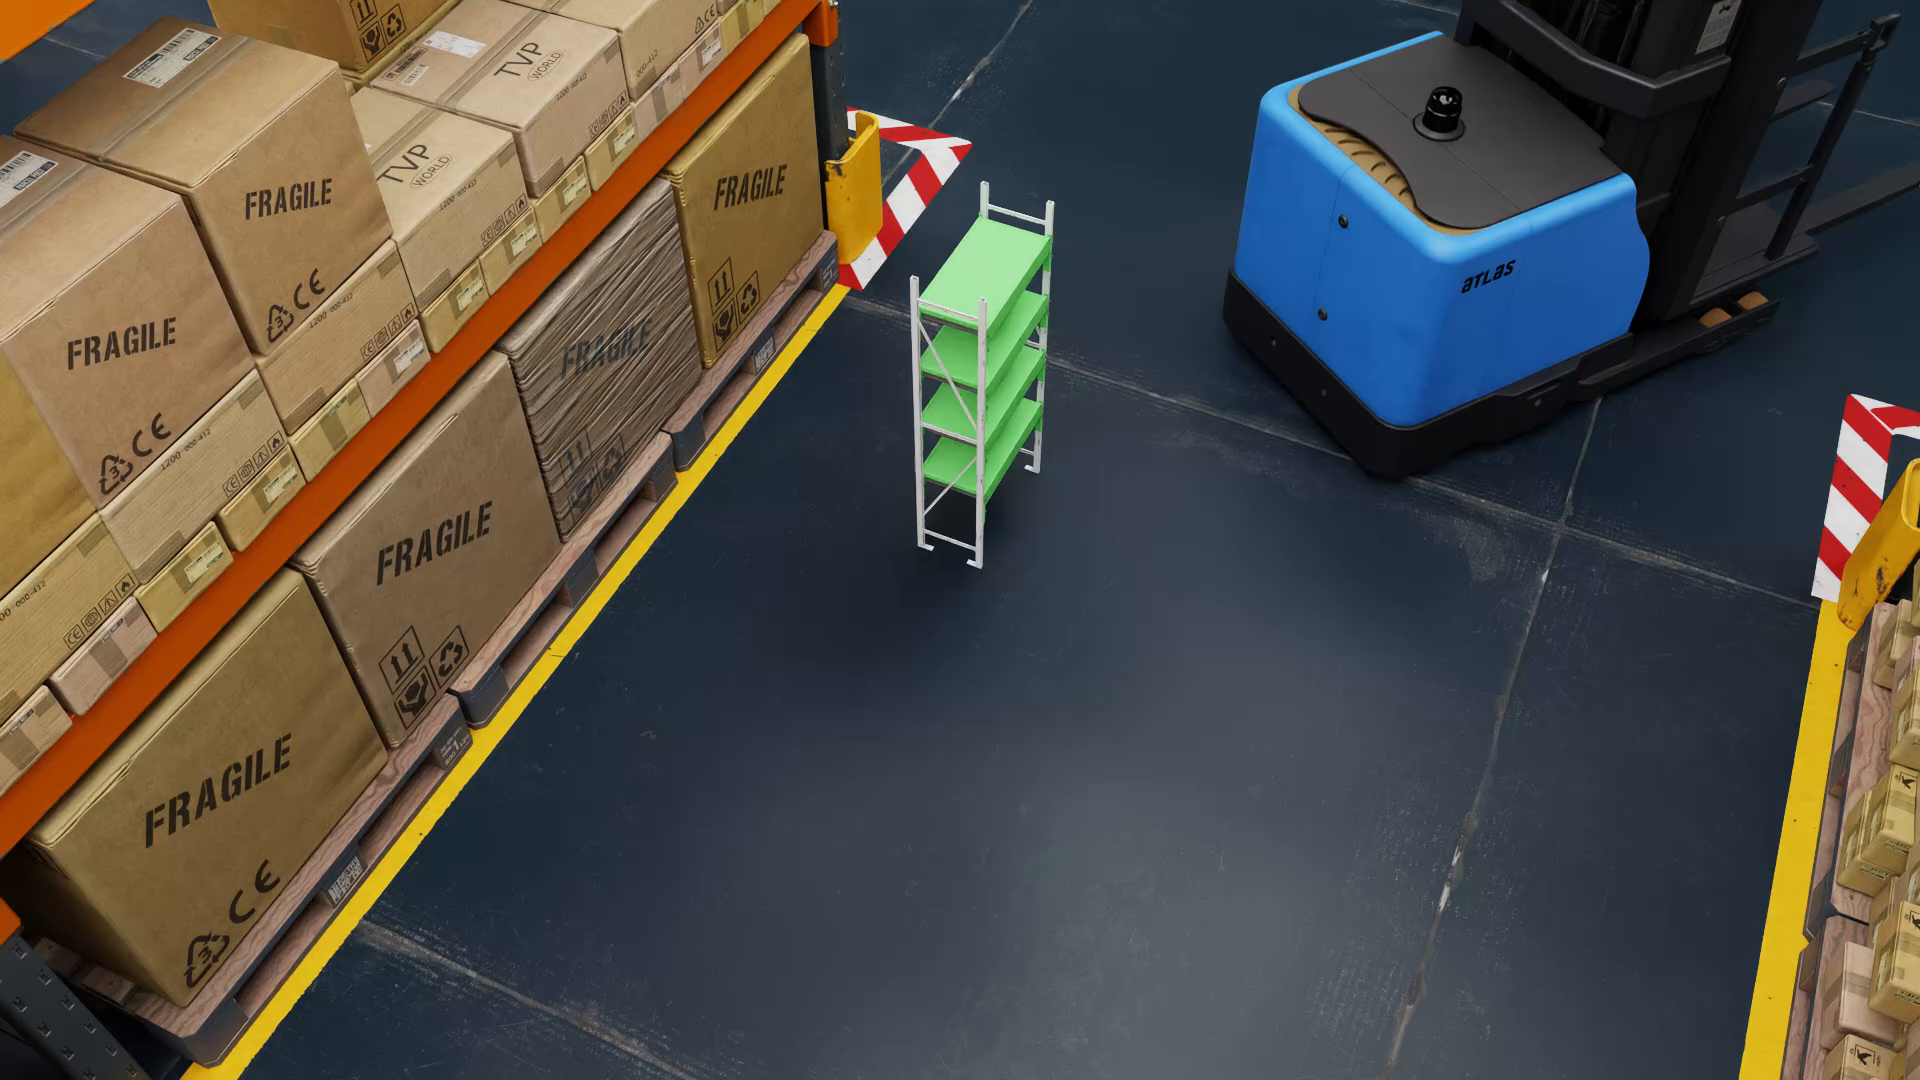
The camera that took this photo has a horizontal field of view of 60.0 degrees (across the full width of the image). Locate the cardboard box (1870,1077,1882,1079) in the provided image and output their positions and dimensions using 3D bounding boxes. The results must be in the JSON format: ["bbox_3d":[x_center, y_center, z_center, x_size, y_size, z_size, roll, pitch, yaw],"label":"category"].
[{"bbox_3d":[2.233,1.427,3.772,0.380,0.149,0.250,18,52,15],"label":"cardboard box"}]

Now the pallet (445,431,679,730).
[{"bbox_3d":[-1.701,-0.038,5.644,1.003,0.211,1.213,20,52,16],"label":"pallet"}]

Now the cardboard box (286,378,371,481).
[{"bbox_3d":[-1.745,-0.335,4.230,0.380,0.149,0.250,19,52,16],"label":"cardboard box"}]

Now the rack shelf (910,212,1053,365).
[{"bbox_3d":[0.071,-0.772,5.073,0.258,0.148,0.480,20,52,16],"label":"rack shelf"}]

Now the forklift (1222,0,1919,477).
[{"bbox_3d":[2.547,-2.001,5.528,3.031,2.935,1.130,-23,53,-18],"label":"forklift"}]

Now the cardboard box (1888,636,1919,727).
[{"bbox_3d":[2.910,0.468,4.783,0.380,0.149,0.250,20,52,16],"label":"cardboard box"}]

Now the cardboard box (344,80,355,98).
[{"bbox_3d":[-2.009,-1.094,4.614,0.500,0.250,0.500,19,52,15],"label":"cardboard box"}]

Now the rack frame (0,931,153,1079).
[{"bbox_3d":[-2.613,0.401,3.439,0.949,2.616,0.053,20,52,16],"label":"rack frame"}]

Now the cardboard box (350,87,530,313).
[{"bbox_3d":[-1.528,-0.923,4.469,0.500,0.250,0.500,20,52,16],"label":"cardboard box"}]

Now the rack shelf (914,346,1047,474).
[{"bbox_3d":[0.071,-0.461,5.439,0.258,0.148,0.480,20,52,16],"label":"rack shelf"}]

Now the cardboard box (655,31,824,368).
[{"bbox_3d":[-1.108,-1.335,6.036,0.875,0.875,0.875,20,52,16],"label":"cardboard box"}]

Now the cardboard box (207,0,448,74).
[{"bbox_3d":[-1.786,-1.700,4.637,0.500,0.500,0.500,19,52,15],"label":"cardboard box"}]

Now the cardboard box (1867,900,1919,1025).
[{"bbox_3d":[2.459,1.087,4.061,0.380,0.149,0.250,21,53,17],"label":"cardboard box"}]

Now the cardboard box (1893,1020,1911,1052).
[{"bbox_3d":[2.572,1.220,4.143,0.380,0.149,0.250,22,53,18],"label":"cardboard box"}]

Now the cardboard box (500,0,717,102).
[{"bbox_3d":[-1.092,-1.633,5.073,0.500,0.250,0.500,19,52,15],"label":"cardboard box"}]

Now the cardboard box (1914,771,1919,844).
[{"bbox_3d":[2.739,0.733,4.363,0.380,0.149,0.250,17,52,14],"label":"cardboard box"}]

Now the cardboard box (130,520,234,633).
[{"bbox_3d":[-1.965,0.023,3.926,0.380,0.149,0.250,21,53,17],"label":"cardboard box"}]

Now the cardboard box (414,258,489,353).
[{"bbox_3d":[-1.525,-0.688,4.531,0.380,0.149,0.250,18,52,15],"label":"cardboard box"}]

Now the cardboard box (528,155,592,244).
[{"bbox_3d":[-1.307,-1.038,4.829,0.380,0.149,0.250,20,52,16],"label":"cardboard box"}]

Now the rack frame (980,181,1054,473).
[{"bbox_3d":[0.175,-0.671,5.533,0.240,1.200,0.015,20,52,16],"label":"rack frame"}]

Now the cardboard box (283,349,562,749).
[{"bbox_3d":[-1.877,-0.096,4.981,0.875,0.875,0.875,20,52,16],"label":"cardboard box"}]

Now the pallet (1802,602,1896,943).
[{"bbox_3d":[3.122,0.833,4.903,1.003,0.211,1.213,20,52,16],"label":"pallet"}]

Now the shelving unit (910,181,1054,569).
[{"bbox_3d":[0.071,-0.503,5.390,0.258,1.200,0.503,20,52,16],"label":"shelving unit"}]

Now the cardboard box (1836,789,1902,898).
[{"bbox_3d":[2.675,0.894,4.616,0.380,0.149,0.250,20,53,17],"label":"cardboard box"}]

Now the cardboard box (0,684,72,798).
[{"bbox_3d":[-2.189,0.386,3.617,0.380,0.149,0.250,20,52,16],"label":"cardboard box"}]

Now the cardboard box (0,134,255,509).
[{"bbox_3d":[-1.963,-0.474,3.595,0.500,0.500,0.500,20,52,16],"label":"cardboard box"}]

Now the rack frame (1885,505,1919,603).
[{"bbox_3d":[3.534,-0.671,4.352,1.000,3.000,0.127,20,52,16],"label":"rack frame"}]

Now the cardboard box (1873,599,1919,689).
[{"bbox_3d":[3.021,0.373,5.059,0.380,0.149,0.250,21,53,17],"label":"cardboard box"}]

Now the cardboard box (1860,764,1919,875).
[{"bbox_3d":[2.678,0.806,4.495,0.380,0.149,0.250,21,53,17],"label":"cardboard box"}]

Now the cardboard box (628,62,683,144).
[{"bbox_3d":[-1.088,-1.396,5.134,0.380,0.149,0.250,21,53,17],"label":"cardboard box"}]

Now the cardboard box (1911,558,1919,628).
[{"bbox_3d":[3.003,0.174,4.838,0.380,0.149,0.250,18,52,14],"label":"cardboard box"}]

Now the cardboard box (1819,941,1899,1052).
[{"bbox_3d":[2.467,1.244,4.318,0.380,0.149,0.250,17,52,14],"label":"cardboard box"}]

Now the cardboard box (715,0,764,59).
[{"bbox_3d":[-0.871,-1.741,5.427,0.380,0.149,0.250,20,53,16],"label":"cardboard box"}]

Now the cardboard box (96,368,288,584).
[{"bbox_3d":[-1.962,-0.227,3.877,0.500,0.250,0.500,20,52,16],"label":"cardboard box"}]

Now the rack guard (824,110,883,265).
[{"bbox_3d":[-0.897,-1.561,6.750,1.175,0.500,0.348,20,52,16],"label":"rack guard"}]
